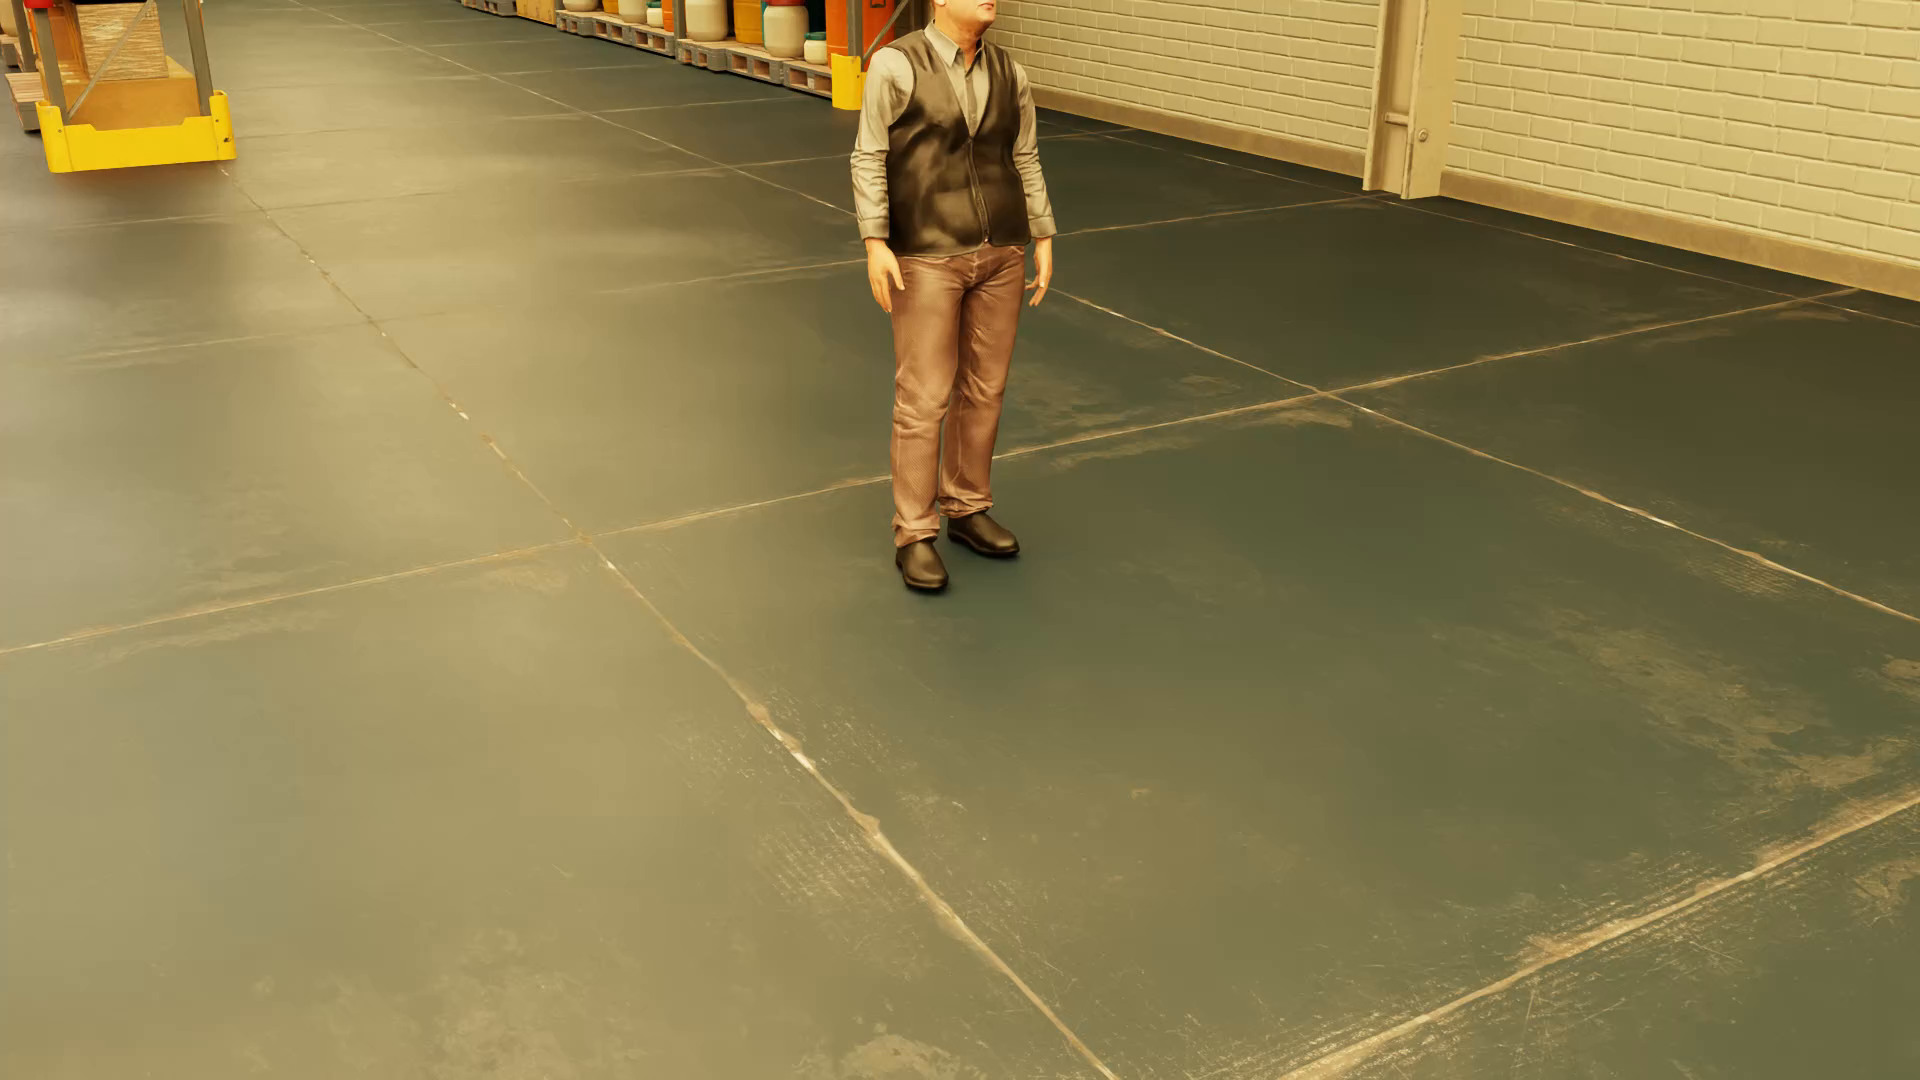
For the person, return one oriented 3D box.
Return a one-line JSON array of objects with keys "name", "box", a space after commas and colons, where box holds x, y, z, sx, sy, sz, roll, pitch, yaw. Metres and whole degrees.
[{"name": "person", "box": [0.024, -0.781, 4.752, 0.632, 1.720, 0.568, -12, 25, -28]}]
